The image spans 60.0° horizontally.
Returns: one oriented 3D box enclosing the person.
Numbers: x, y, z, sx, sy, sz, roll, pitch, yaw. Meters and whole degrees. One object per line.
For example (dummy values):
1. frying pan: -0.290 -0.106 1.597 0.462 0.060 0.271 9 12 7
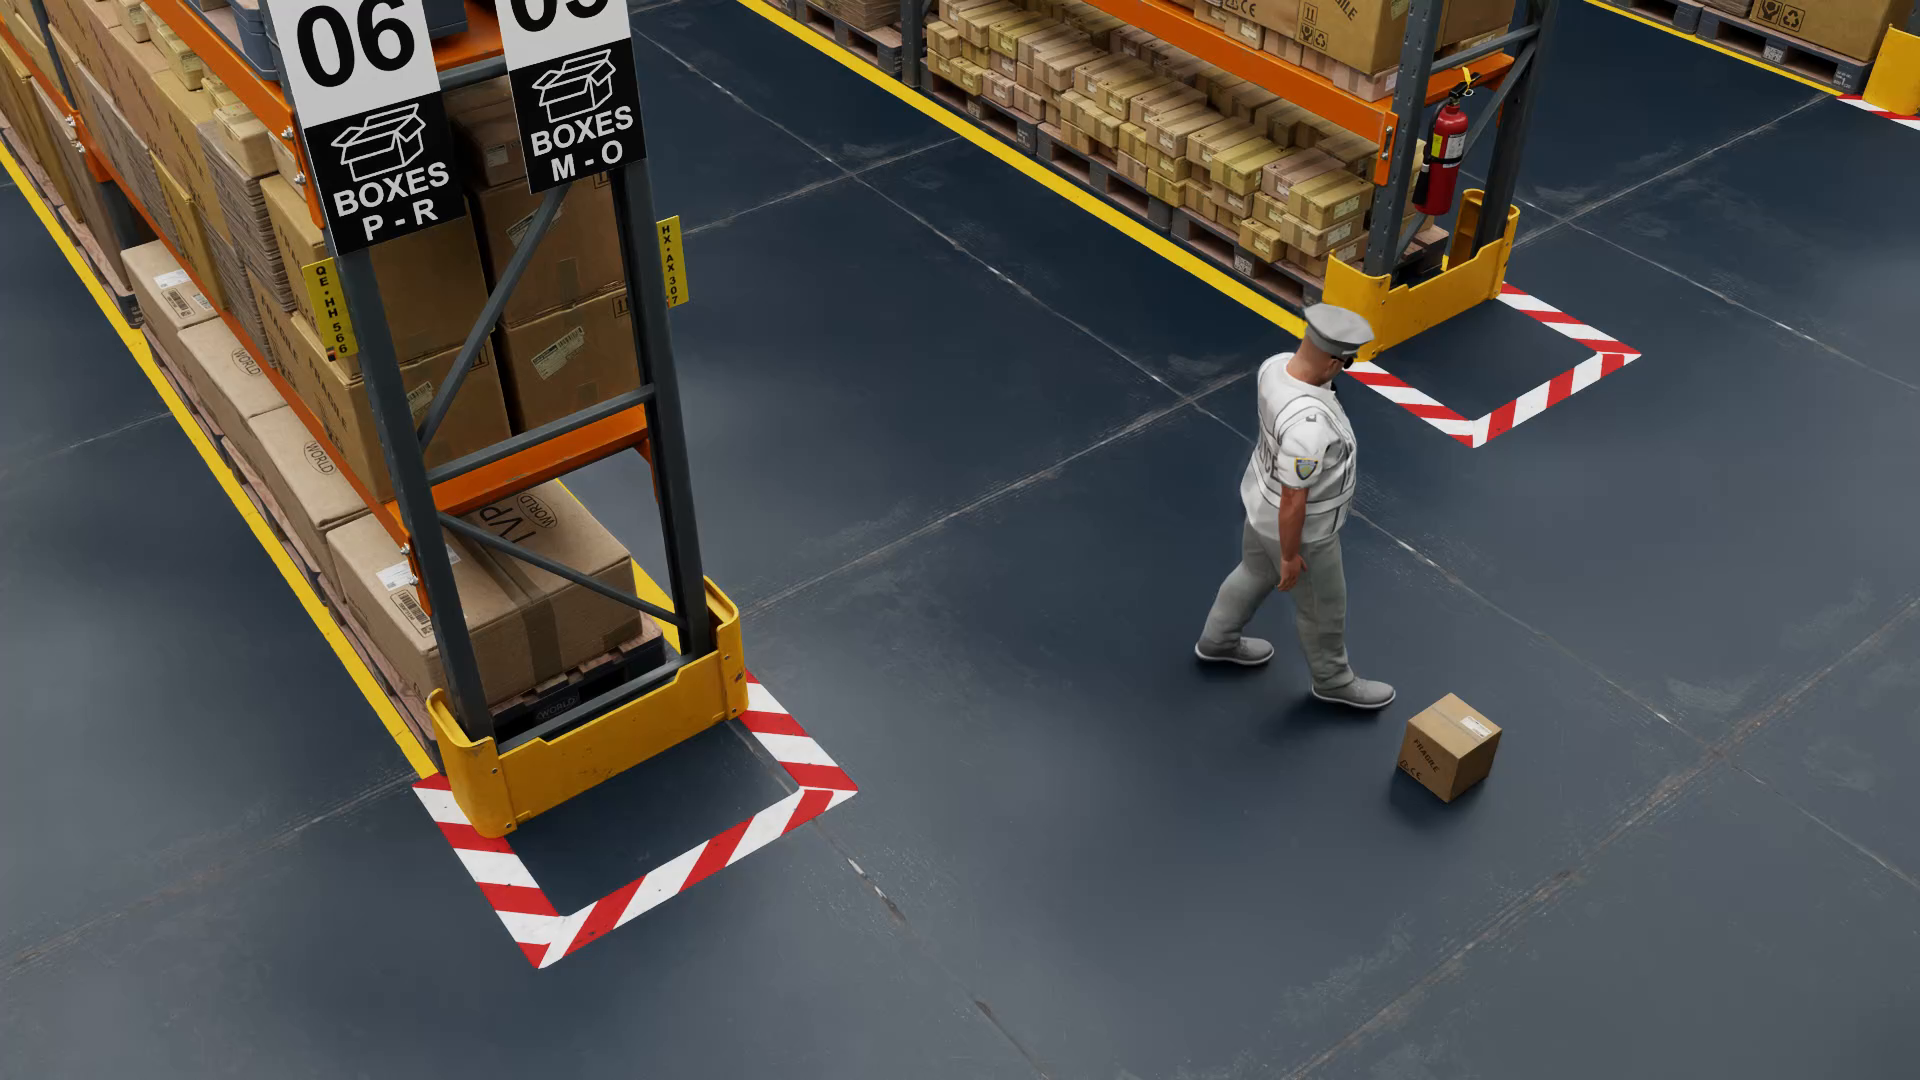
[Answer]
1. person: 1.354 -0.114 6.273 0.757 1.719 0.585 -2 40 -2
